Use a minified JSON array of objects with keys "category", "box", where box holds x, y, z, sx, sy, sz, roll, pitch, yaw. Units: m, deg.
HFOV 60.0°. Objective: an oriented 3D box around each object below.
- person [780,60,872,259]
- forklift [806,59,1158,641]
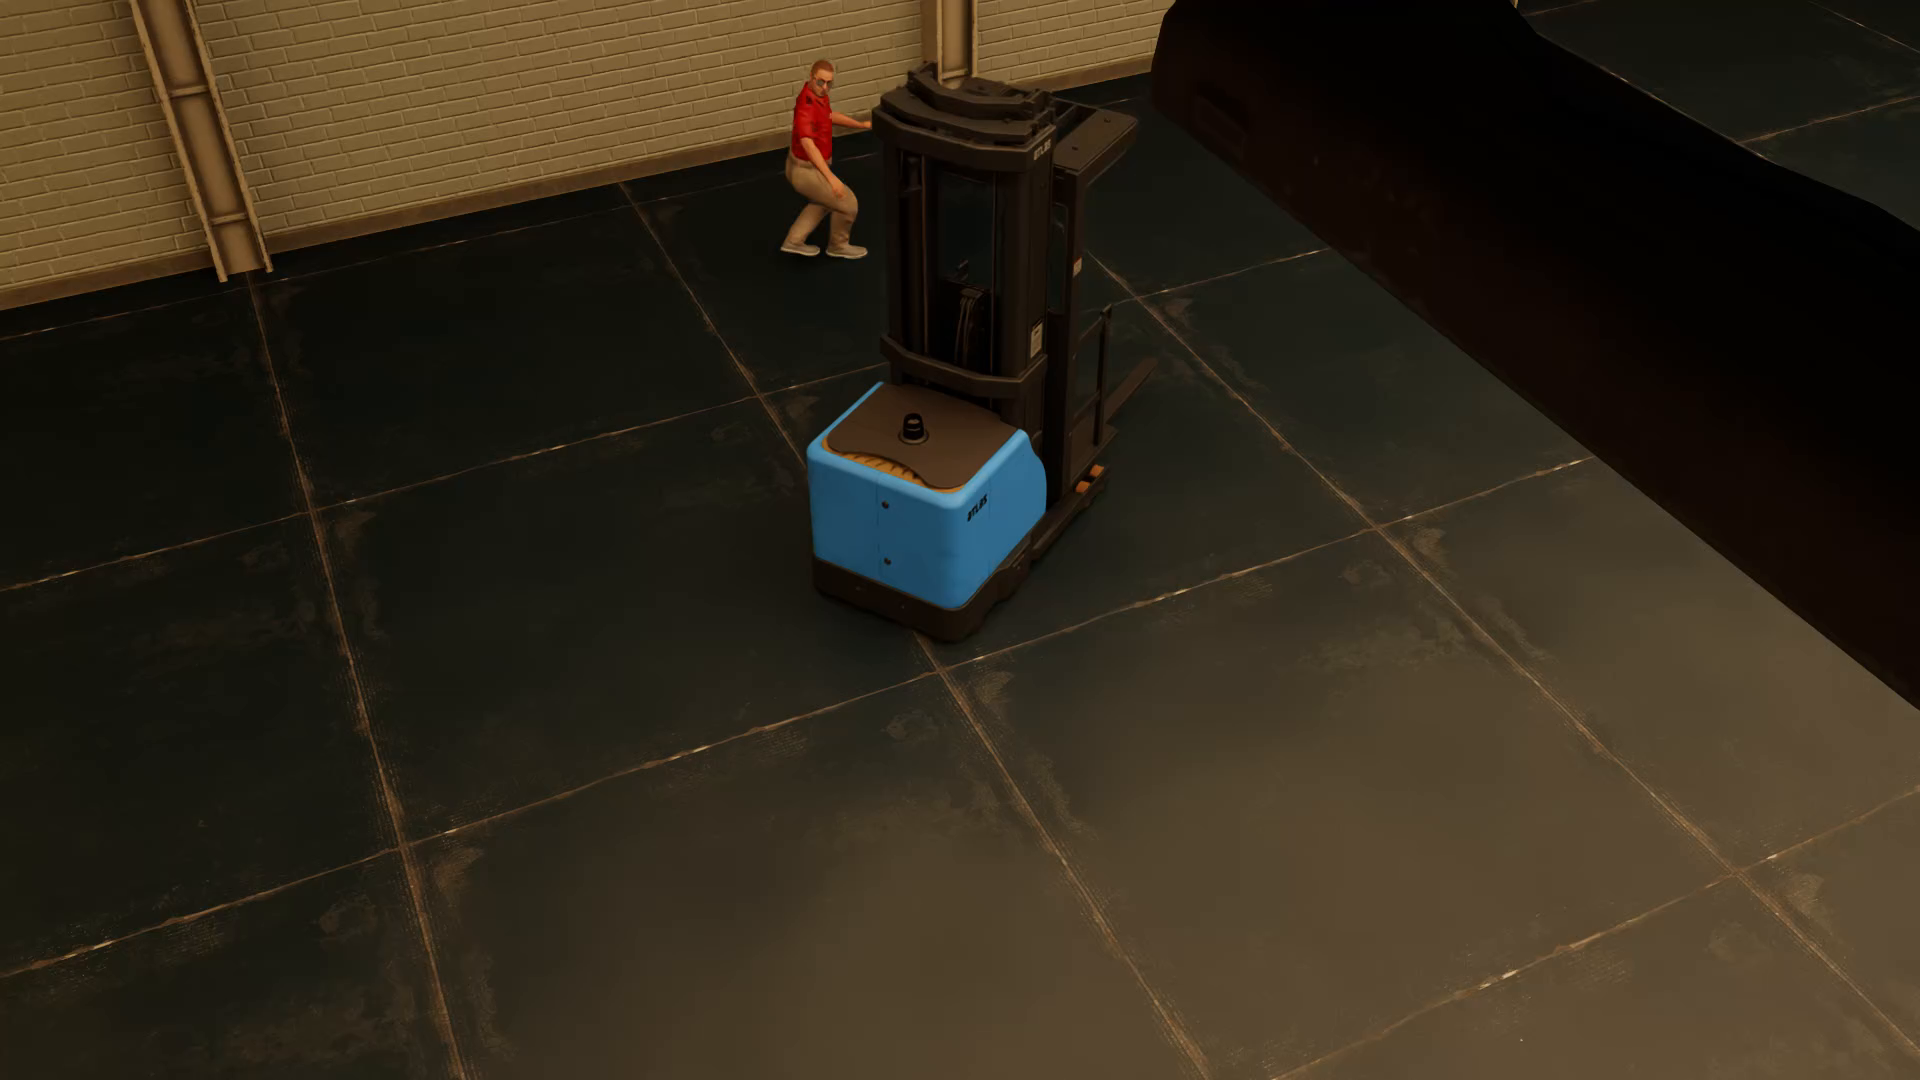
[{"category":"person","box":[-0.947,-2.769,12.383,0.864,1.604,0.886,-12,41,-14]},{"category":"forklift","box":[0.307,-1.472,9.781,1.130,2.935,3.031,21,44,23]}]
